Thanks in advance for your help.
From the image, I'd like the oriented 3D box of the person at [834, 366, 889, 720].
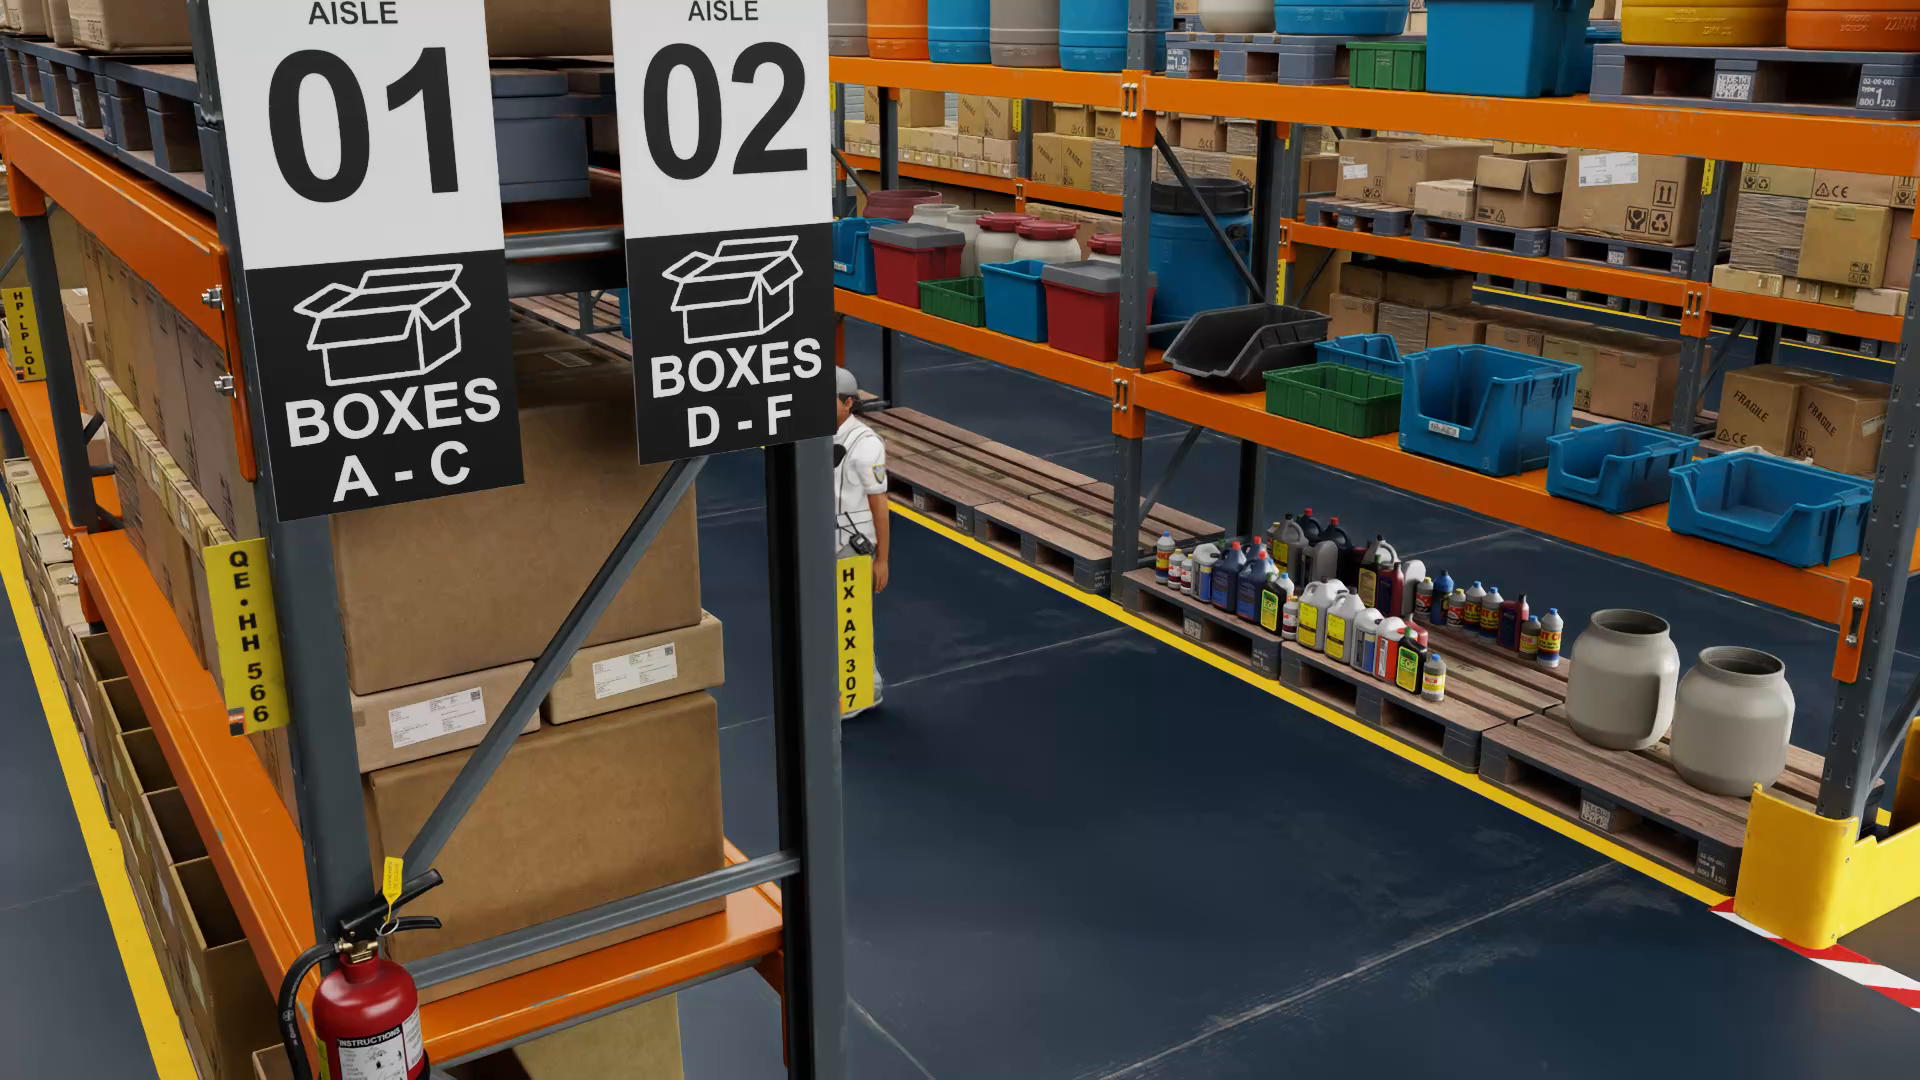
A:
[{"bbox_3d":[-0.616,0.064,7.321,0.691,1.655,0.487,-15,23,-38],"label":"person"}]
